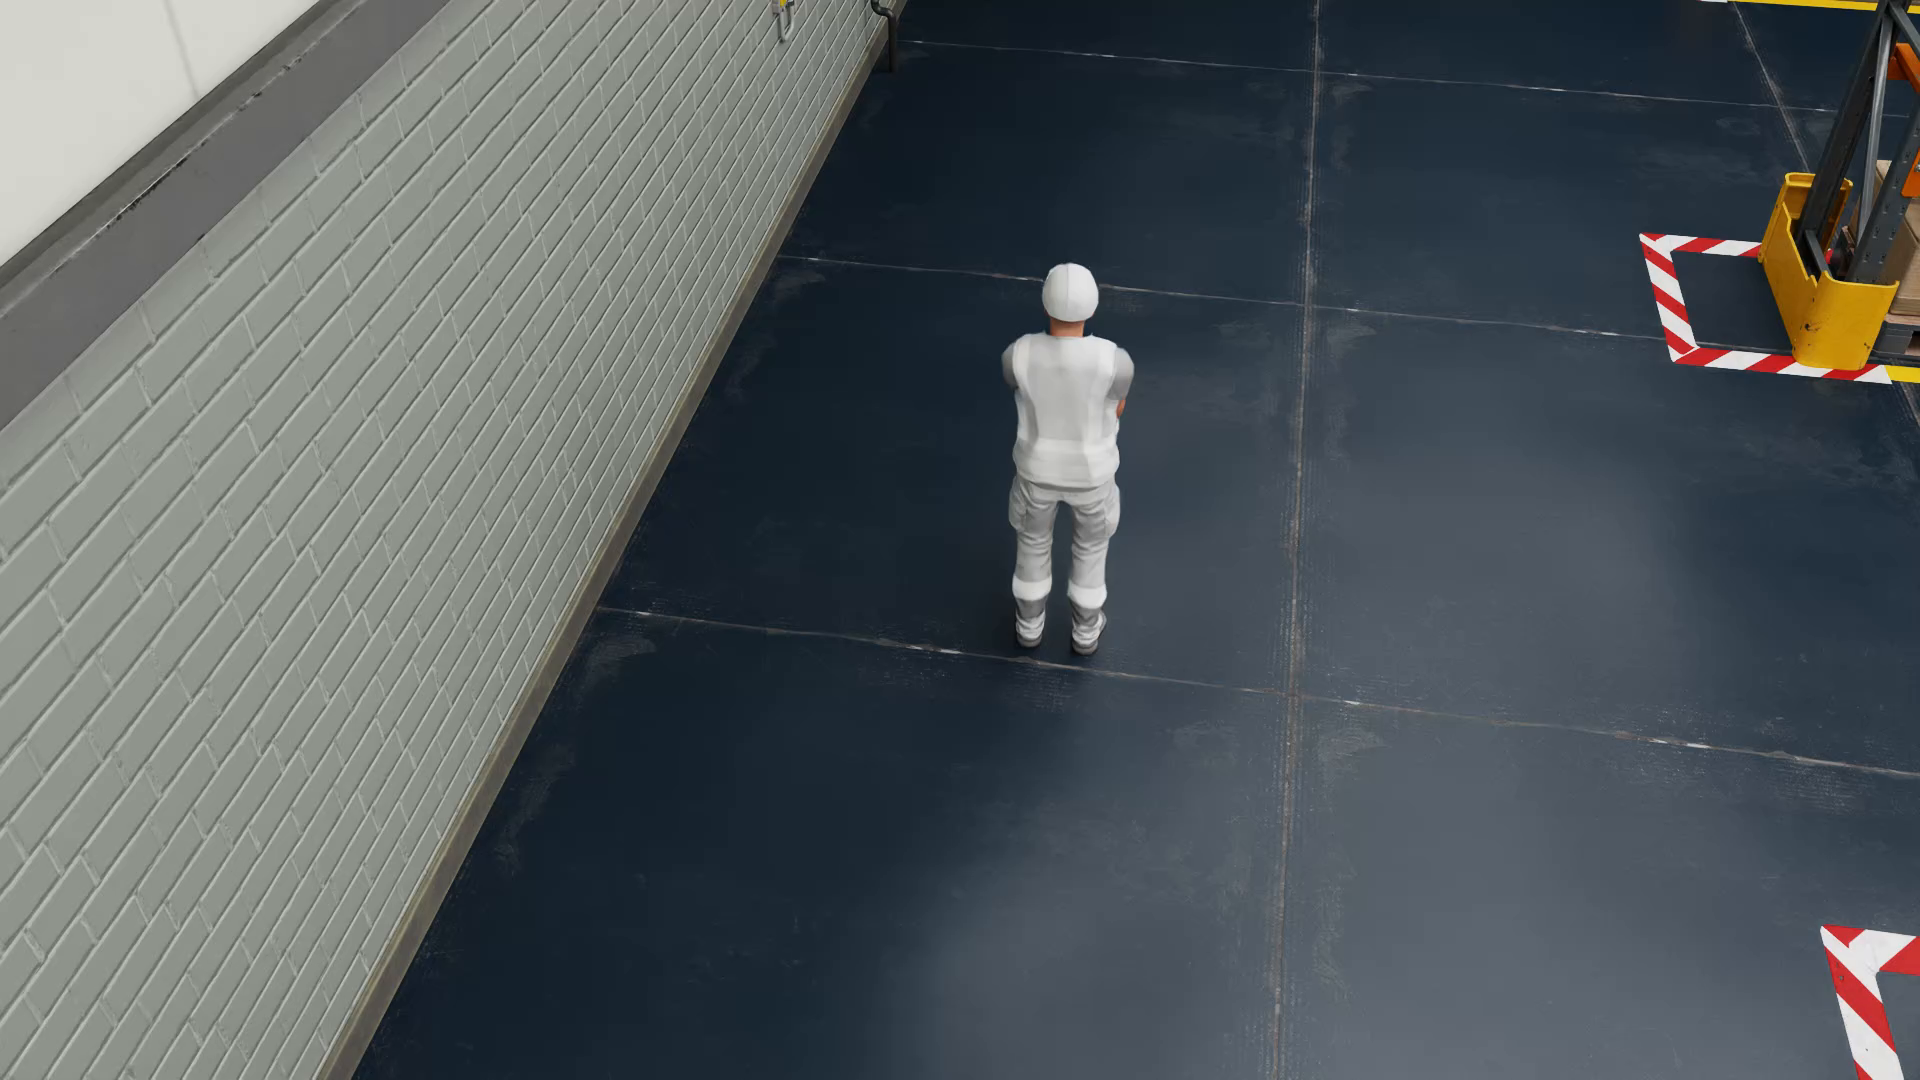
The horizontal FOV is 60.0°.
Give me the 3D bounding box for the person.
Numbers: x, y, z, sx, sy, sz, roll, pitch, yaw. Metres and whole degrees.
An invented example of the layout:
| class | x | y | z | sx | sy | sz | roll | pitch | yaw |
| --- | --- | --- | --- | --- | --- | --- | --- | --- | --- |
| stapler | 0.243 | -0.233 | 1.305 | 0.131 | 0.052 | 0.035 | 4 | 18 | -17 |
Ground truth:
| class | x | y | z | sx | sy | sz | roll | pitch | yaw |
| --- | --- | --- | --- | --- | --- | --- | --- | --- | --- |
| person | 0.416 | -0.352 | 6.555 | 0.495 | 1.786 | 0.563 | 6 | 41 | 7 |
